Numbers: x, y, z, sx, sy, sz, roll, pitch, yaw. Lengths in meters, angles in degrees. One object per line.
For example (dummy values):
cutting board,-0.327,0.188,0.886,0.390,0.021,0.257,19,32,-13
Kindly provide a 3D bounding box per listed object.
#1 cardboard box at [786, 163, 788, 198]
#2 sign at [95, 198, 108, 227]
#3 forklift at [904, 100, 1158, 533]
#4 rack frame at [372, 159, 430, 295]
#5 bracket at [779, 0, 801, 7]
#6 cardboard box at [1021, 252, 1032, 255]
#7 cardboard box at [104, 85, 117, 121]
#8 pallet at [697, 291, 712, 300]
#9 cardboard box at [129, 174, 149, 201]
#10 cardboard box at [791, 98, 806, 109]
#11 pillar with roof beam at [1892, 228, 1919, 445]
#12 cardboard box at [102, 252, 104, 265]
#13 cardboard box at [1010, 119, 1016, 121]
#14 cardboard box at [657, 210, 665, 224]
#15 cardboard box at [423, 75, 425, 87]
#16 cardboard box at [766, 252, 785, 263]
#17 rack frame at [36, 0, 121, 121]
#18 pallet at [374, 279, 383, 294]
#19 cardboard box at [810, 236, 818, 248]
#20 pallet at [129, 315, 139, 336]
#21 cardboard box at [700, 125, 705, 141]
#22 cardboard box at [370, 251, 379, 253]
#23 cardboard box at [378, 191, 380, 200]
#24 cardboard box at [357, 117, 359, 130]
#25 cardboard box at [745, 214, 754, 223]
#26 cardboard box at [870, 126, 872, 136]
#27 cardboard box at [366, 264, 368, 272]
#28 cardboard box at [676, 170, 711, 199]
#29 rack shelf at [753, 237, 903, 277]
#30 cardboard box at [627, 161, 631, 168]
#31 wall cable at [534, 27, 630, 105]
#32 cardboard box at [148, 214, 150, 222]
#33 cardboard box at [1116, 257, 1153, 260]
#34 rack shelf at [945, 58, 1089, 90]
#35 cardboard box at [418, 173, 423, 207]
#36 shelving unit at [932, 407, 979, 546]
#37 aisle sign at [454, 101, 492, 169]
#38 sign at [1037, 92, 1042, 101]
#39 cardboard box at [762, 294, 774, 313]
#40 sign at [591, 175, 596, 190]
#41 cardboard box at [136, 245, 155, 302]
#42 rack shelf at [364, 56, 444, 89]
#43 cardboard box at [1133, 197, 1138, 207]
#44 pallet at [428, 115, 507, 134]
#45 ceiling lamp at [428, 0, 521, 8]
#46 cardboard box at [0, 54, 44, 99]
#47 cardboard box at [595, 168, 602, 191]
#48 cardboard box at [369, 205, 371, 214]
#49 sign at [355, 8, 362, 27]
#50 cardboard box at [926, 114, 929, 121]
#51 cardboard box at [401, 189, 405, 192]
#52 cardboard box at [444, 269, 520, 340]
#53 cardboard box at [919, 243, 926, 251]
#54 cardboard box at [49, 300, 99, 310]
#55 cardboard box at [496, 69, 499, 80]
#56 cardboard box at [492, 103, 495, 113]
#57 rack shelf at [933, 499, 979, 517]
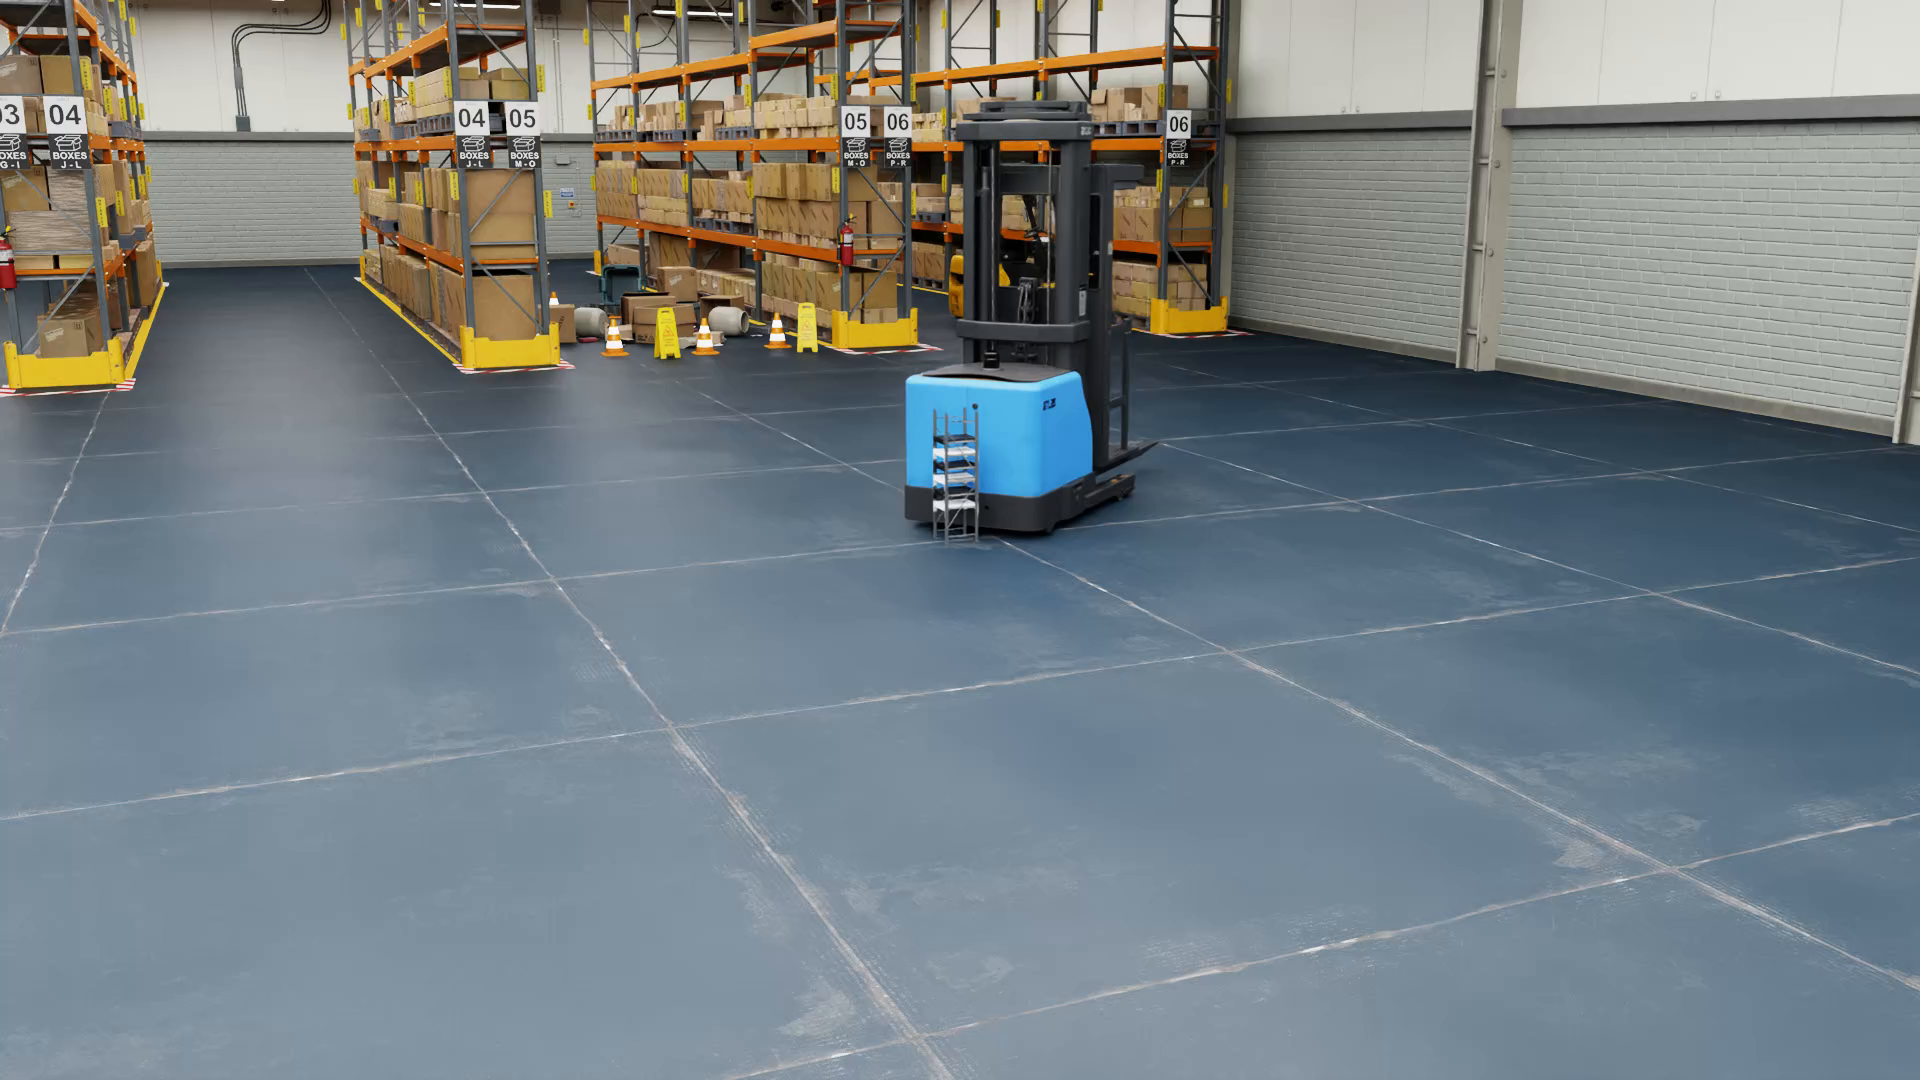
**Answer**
cardboard box,-2.114,-5.218,24.165,0.700,0.500,0.500,-6,14,-23
sign,-9.725,-3.711,18.830,0.100,0.325,0.005,-6,14,-23
forklift,0.701,-1.764,12.491,1.130,2.935,3.031,6,14,25
rack frame,-10.444,-6.146,31.273,1.000,3.000,0.127,-6,14,-23
bracket,-4.870,-13.835,43.208,0.076,0.066,5.218,-6,14,-23
cardboard box,0.976,-4.881,30.142,0.875,0.625,0.625,-6,14,-25
cardboard box,-12.607,-6.362,24.221,0.500,0.500,0.500,-5,14,-22
pallet,-4.035,-4.268,29.341,1.003,0.211,1.213,-6,14,-23
cardboard box,-16.196,-6.906,32.565,0.500,0.500,0.500,-5,14,-22
cardboard box,-2.193,-6.219,23.726,0.380,0.149,0.250,-5,14,-22
pillar with roof beam,4.814,-4.864,12.428,9.100,9.000,0.400,-6,14,-23
cardboard box,-10.287,-3.304,19.551,0.380,0.149,0.250,-6,14,-23
cardboard box,1.083,-7.202,28.589,0.380,0.149,0.250,-6,14,-23
cardboard box,-5.424,-6.108,31.441,0.500,0.250,0.500,-6,14,-24
cardboard box,-6.995,-6.158,22.306,0.380,0.149,0.250,-5,14,-22
cardboard box,-2.760,-4.330,25.492,0.380,0.149,0.250,-5,14,-22
rack frame,-13.427,-7.815,25.180,1.000,3.000,0.127,-6,14,-23
pallet,-10.746,-4.923,32.173,1.003,0.211,1.213,-6,14,-23
cardboard box,-1.905,-4.218,23.500,0.380,0.149,0.250,-5,14,-22
pallet,-12.630,-3.121,24.386,1.003,0.211,1.213,-6,14,-23
cardboard box,-4.274,-7.050,28.826,0.396,0.266,0.258,-6,14,-23
cardboard box,-11.768,-5.786,33.787,0.380,0.149,0.250,-6,14,-26
cardboard box,-9.863,-5.963,28.788,0.380,0.149,0.250,-6,14,-23
cardboard box,-11.707,-8.277,33.051,0.500,0.250,0.500,-5,14,-22
cardboard box,-3.203,-5.125,26.486,0.380,0.149,0.250,-5,14,-22
cardboard box,-1.165,-5.618,22.895,0.380,0.149,0.250,-6,14,-25
cardboard box,-12.130,-5.651,34.525,0.380,0.149,0.250,-5,14,-22
cardboard box,-4.794,-6.407,29.960,0.500,0.500,0.500,-6,14,-24
rack shelf,-1.943,-4.198,24.449,1.077,0.370,4.000,-6,14,-23
cardboard box,-6.579,-7.668,33.972,0.380,0.149,0.250,-6,14,-23
wall cable,-9.398,-11.580,41.448,2.355,3.000,0.029,-6,14,-23
cardboard box,-15.777,-6.168,31.926,0.380,0.149,0.250,-6,14,-24
cardboard box,2.792,-4.366,26.532,0.500,0.250,0.500,-6,14,-24
rack shelf,1.001,-8.201,29.329,1.077,0.370,4.000,-6,14,-23
cardboard box,-7.854,-5.342,25.358,0.700,0.500,0.500,-6,14,-23
shelving unit,-0.029,-0.429,11.229,0.258,0.900,0.210,-5,14,-22
aisle sign,-5.884,-4.892,20.087,0.394,0.787,0.004,-6,14,-23
sign,1.309,-7.226,27.442,0.100,0.325,0.005,-6,14,-23
cardboard box,-2.756,-3.680,25.784,0.500,0.250,0.500,-6,14,-26
sign,-8.062,-7.852,36.548,0.100,0.325,0.005,-6,14,-23
cardboard box,-14.034,-4.391,27.472,1.225,0.875,0.875,-6,14,-23
rack shelf,-9.643,-8.110,28.937,1.077,0.370,4.000,-6,14,-23
cardboard box,2.831,-5.104,25.111,0.380,0.149,0.250,-5,14,-22
pallet,-6.437,-5.490,21.982,1.003,0.211,1.213,-6,14,-23
ceiling lamp,-10.848,-13.543,36.981,2.000,3.185,0.800,-6,14,-23
cardboard box,-11.075,-5.436,19.561,0.500,0.500,0.500,-6,14,-23
cardboard box,-7.620,-7.851,36.202,0.500,0.500,0.500,-6,14,-24
cardboard box,-10.708,-6.105,30.723,0.380,0.149,0.250,-6,14,-26
sign,-10.949,-9.517,30.287,0.100,0.325,0.005,-6,14,-23
cardboard box,-0.434,-8.179,32.194,0.380,0.149,0.250,-6,14,-24
cardboard box,-10.412,-6.465,31.769,0.500,0.500,0.500,-6,14,-24
cardboard box,-6.324,-3.152,22.117,0.875,0.875,0.875,-6,14,-24
cardboard box,-0.597,-5.841,33.128,0.380,0.149,0.250,-6,14,-24
cardboard box,-11.465,-2.849,21.640,0.500,0.500,0.500,-1,13,-5
cardboard box,-5.579,-5.797,20.749,0.380,0.149,0.250,-6,14,-23
cardboard box,-5.785,-5.516,21.301,0.380,0.149,0.250,-6,14,-23
rack shelf,-0.028,-0.221,11.277,0.258,0.077,0.200,-5,14,-22
